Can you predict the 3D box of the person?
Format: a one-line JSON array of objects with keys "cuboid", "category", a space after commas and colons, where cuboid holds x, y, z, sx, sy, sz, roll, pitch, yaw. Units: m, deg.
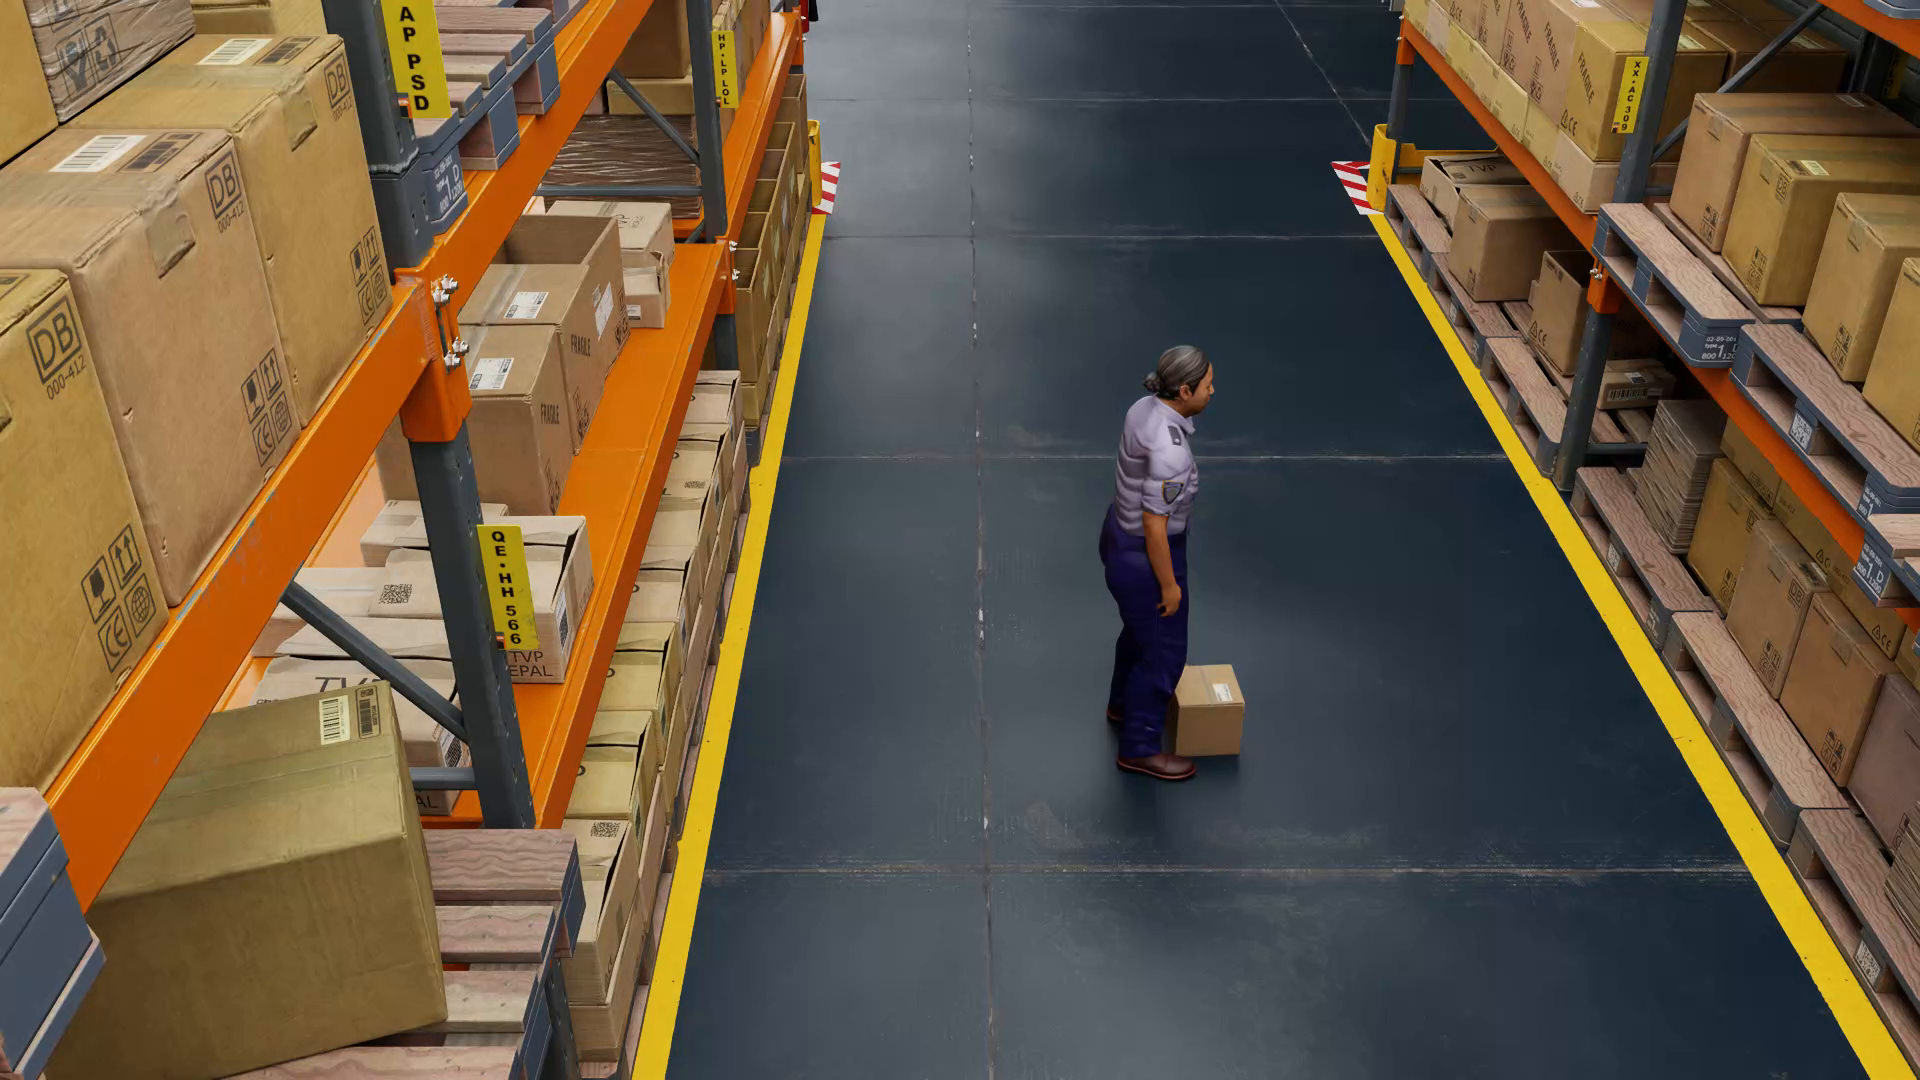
[{"cuboid": [0.700, 0.067, 6.036, 0.369, 1.650, 0.550, -2, 32, -3], "category": "person"}]
